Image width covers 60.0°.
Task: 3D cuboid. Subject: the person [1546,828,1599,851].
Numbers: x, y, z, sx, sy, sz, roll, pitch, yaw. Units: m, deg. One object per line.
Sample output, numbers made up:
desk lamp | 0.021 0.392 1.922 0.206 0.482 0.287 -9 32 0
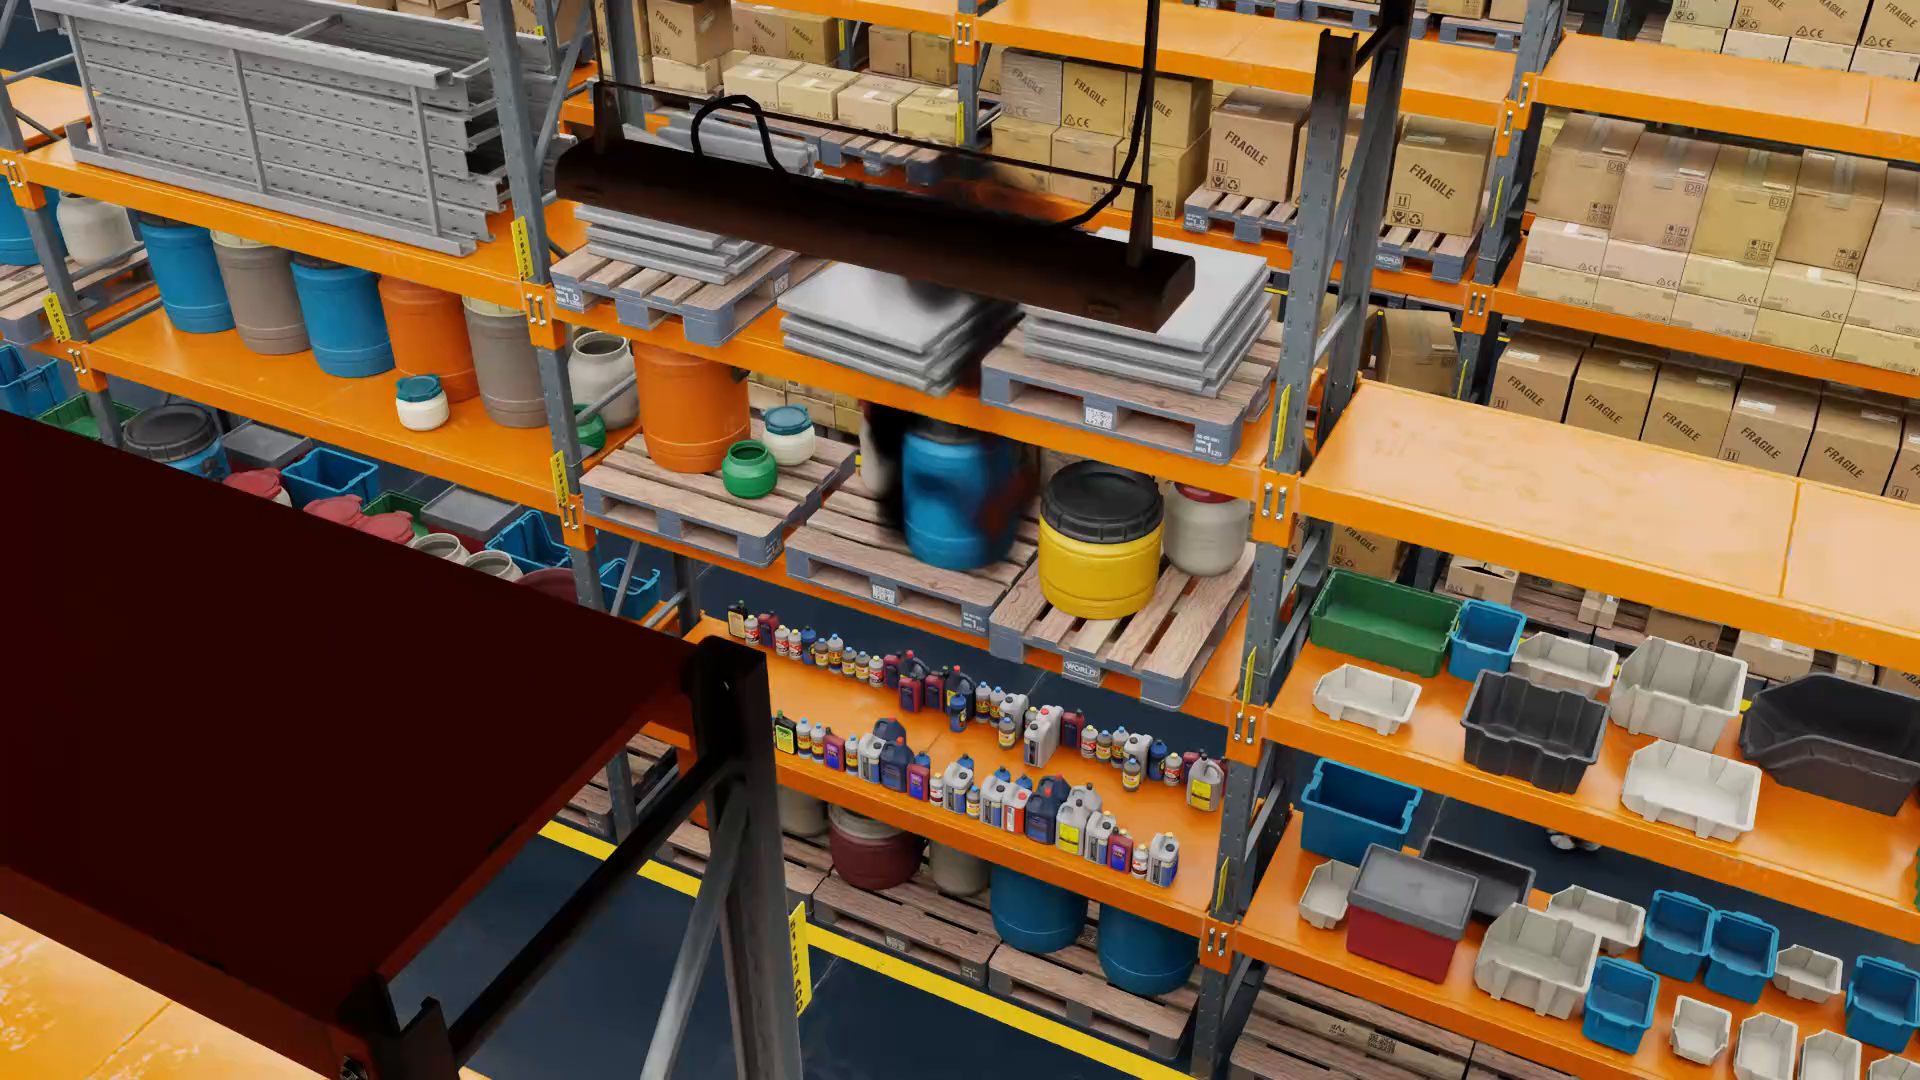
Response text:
person | 3.758 1.370 10.702 0.922 1.376 0.591 8 36 12
